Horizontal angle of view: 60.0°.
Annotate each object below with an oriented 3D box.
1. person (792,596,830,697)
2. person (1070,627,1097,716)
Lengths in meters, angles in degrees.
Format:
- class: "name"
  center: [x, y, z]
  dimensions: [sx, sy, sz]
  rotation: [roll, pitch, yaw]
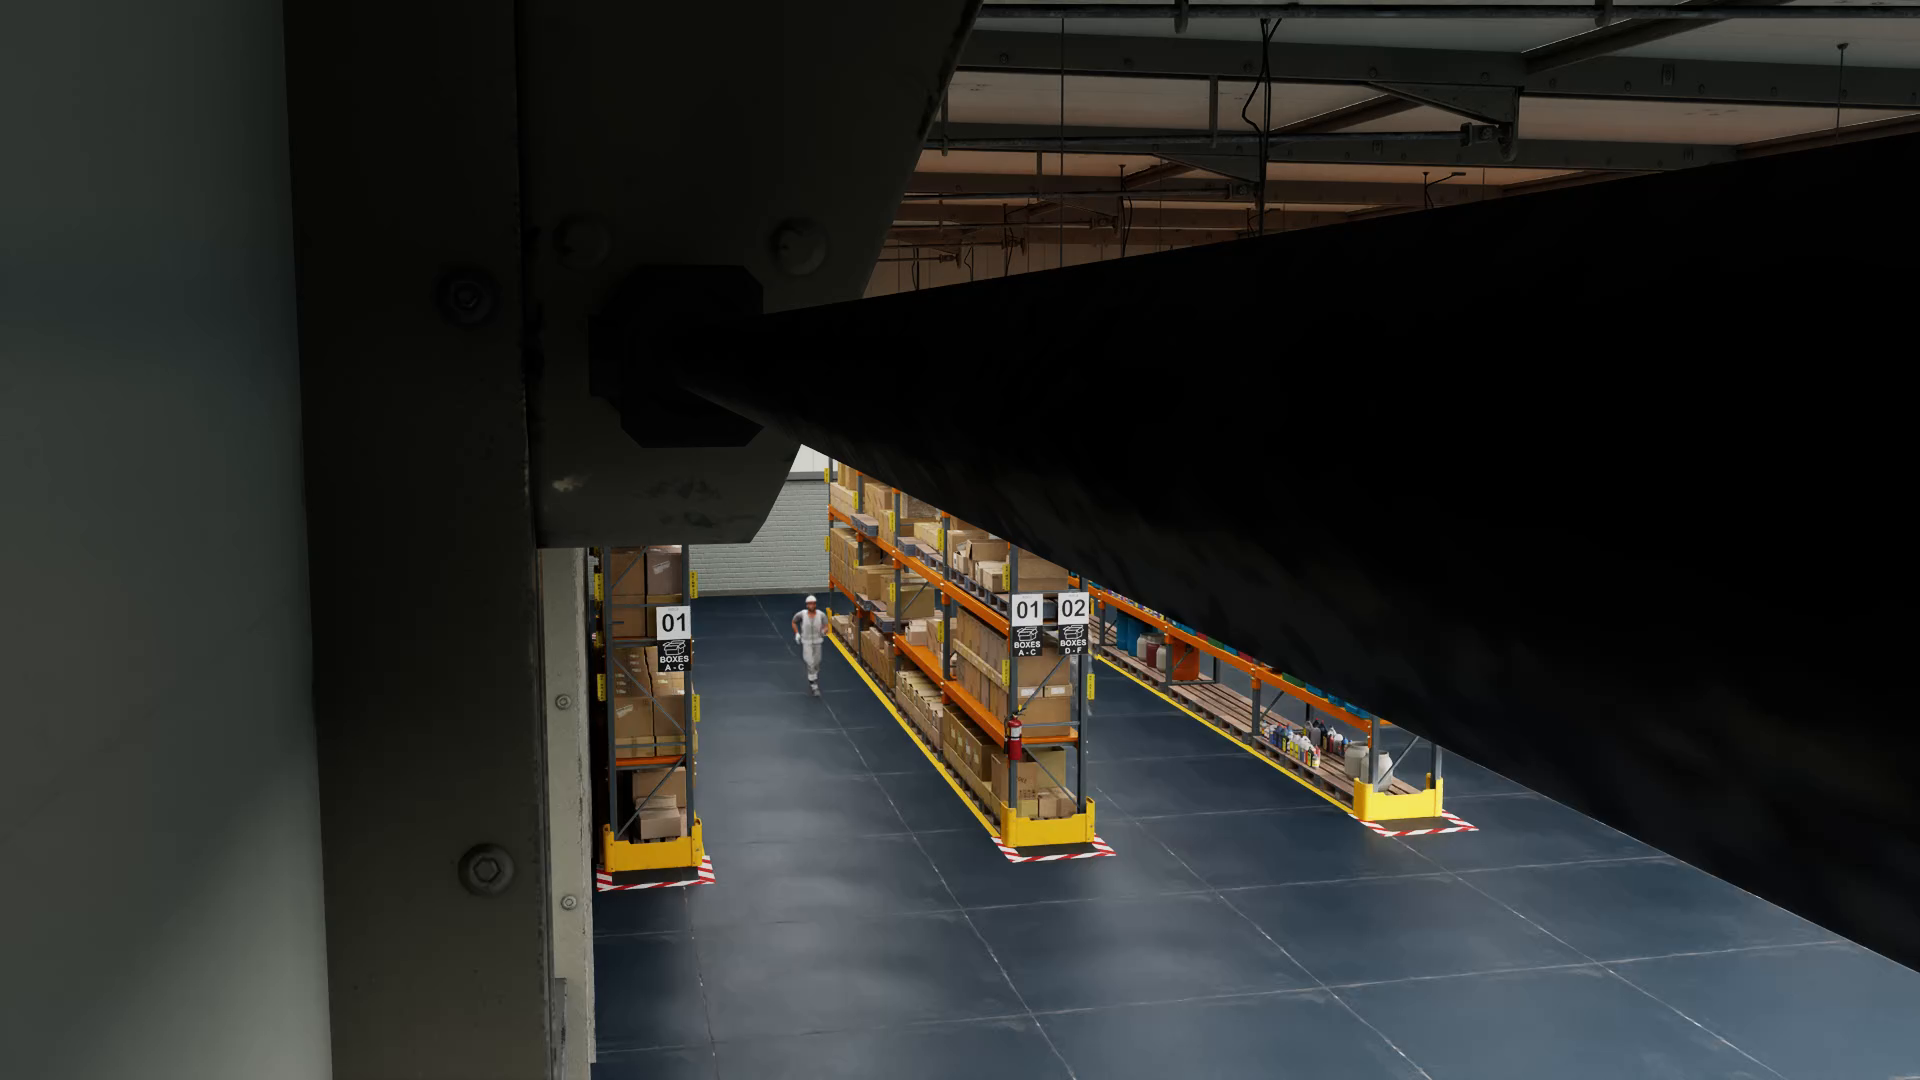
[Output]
- class: "person"
  center: [-2.679, 1.878, 29.991]
  dimensions: [0.664, 1.787, 0.898]
  rotation: [-2, 7, -14]
- class: "person"
  center: [2.036, 2.091, 28.446]
  dimensions: [0.683, 1.765, 0.849]
  rotation: [-4, 8, -28]
